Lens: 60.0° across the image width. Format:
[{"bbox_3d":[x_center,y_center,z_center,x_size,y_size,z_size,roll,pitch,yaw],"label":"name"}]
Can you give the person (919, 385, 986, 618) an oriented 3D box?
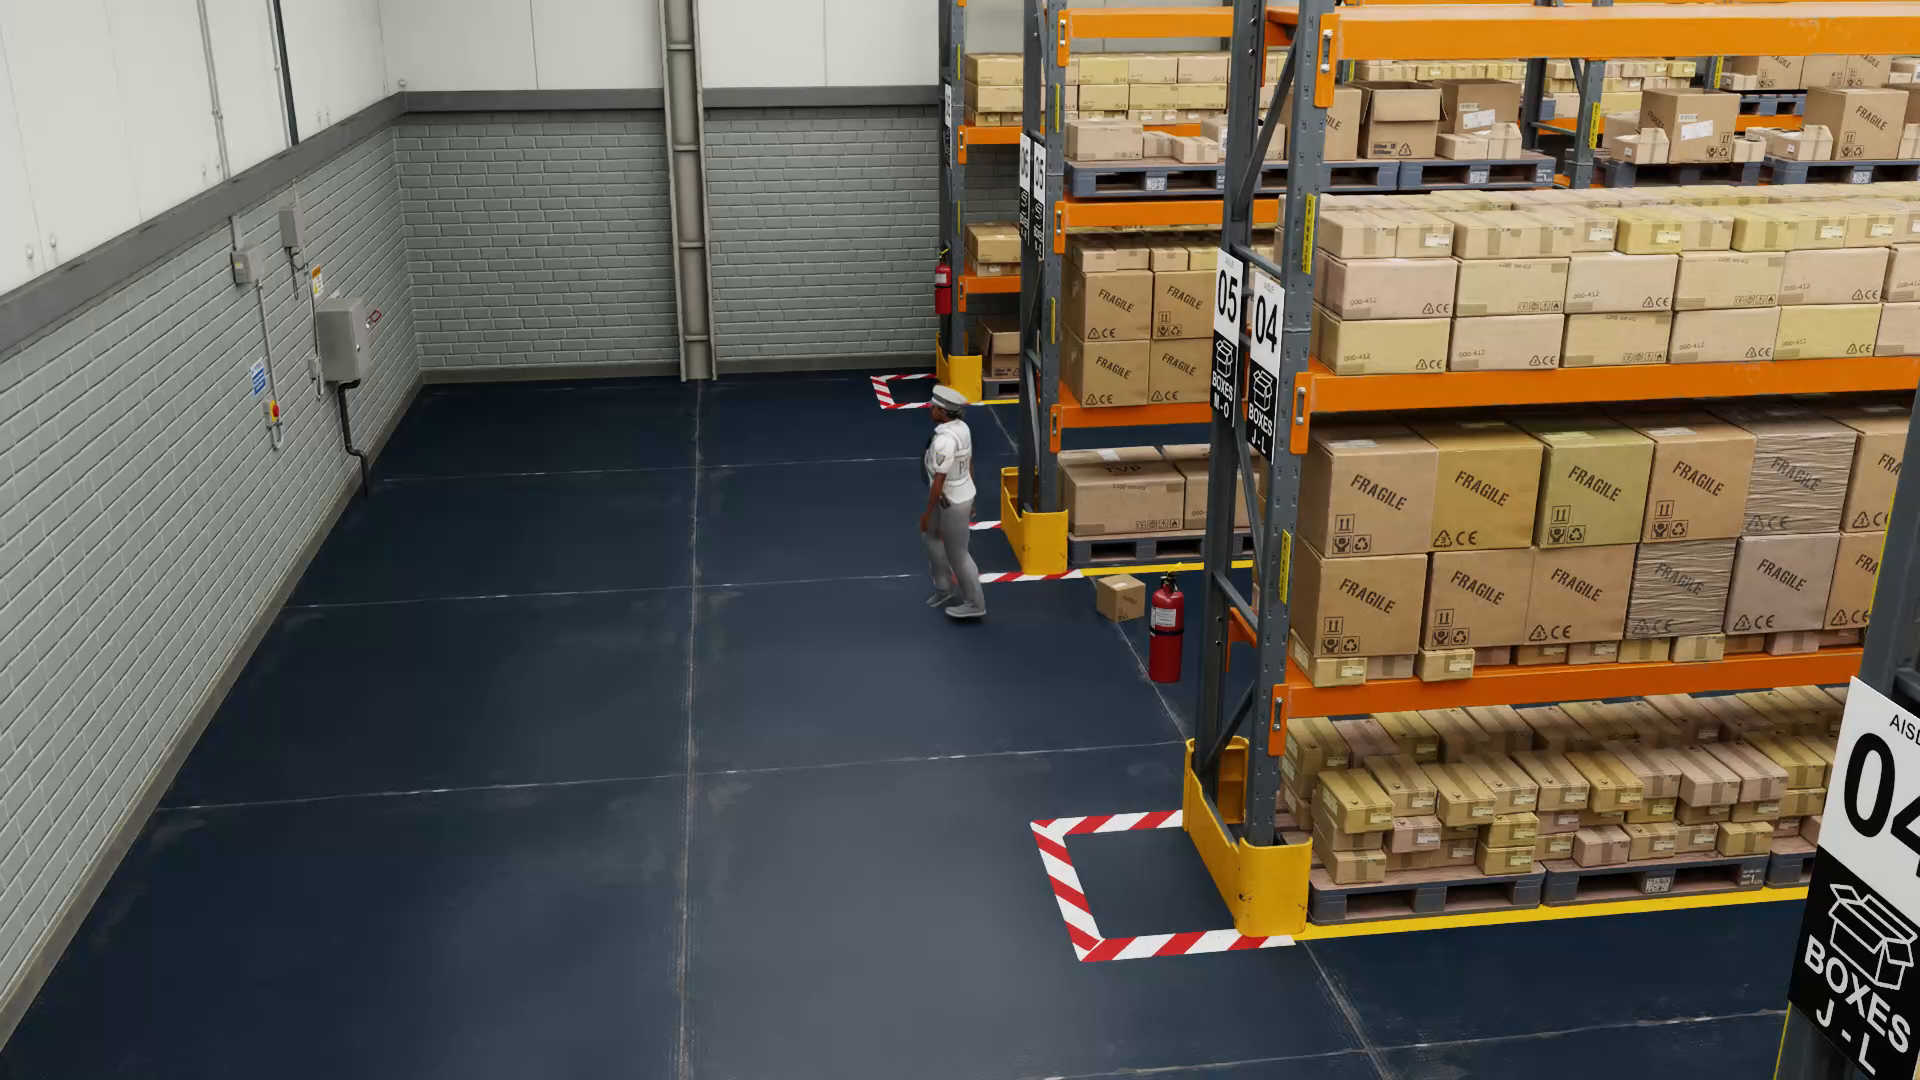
[{"bbox_3d":[-0.062,-0.242,11.705,0.524,1.727,0.476,4,21,11],"label":"person"}]
